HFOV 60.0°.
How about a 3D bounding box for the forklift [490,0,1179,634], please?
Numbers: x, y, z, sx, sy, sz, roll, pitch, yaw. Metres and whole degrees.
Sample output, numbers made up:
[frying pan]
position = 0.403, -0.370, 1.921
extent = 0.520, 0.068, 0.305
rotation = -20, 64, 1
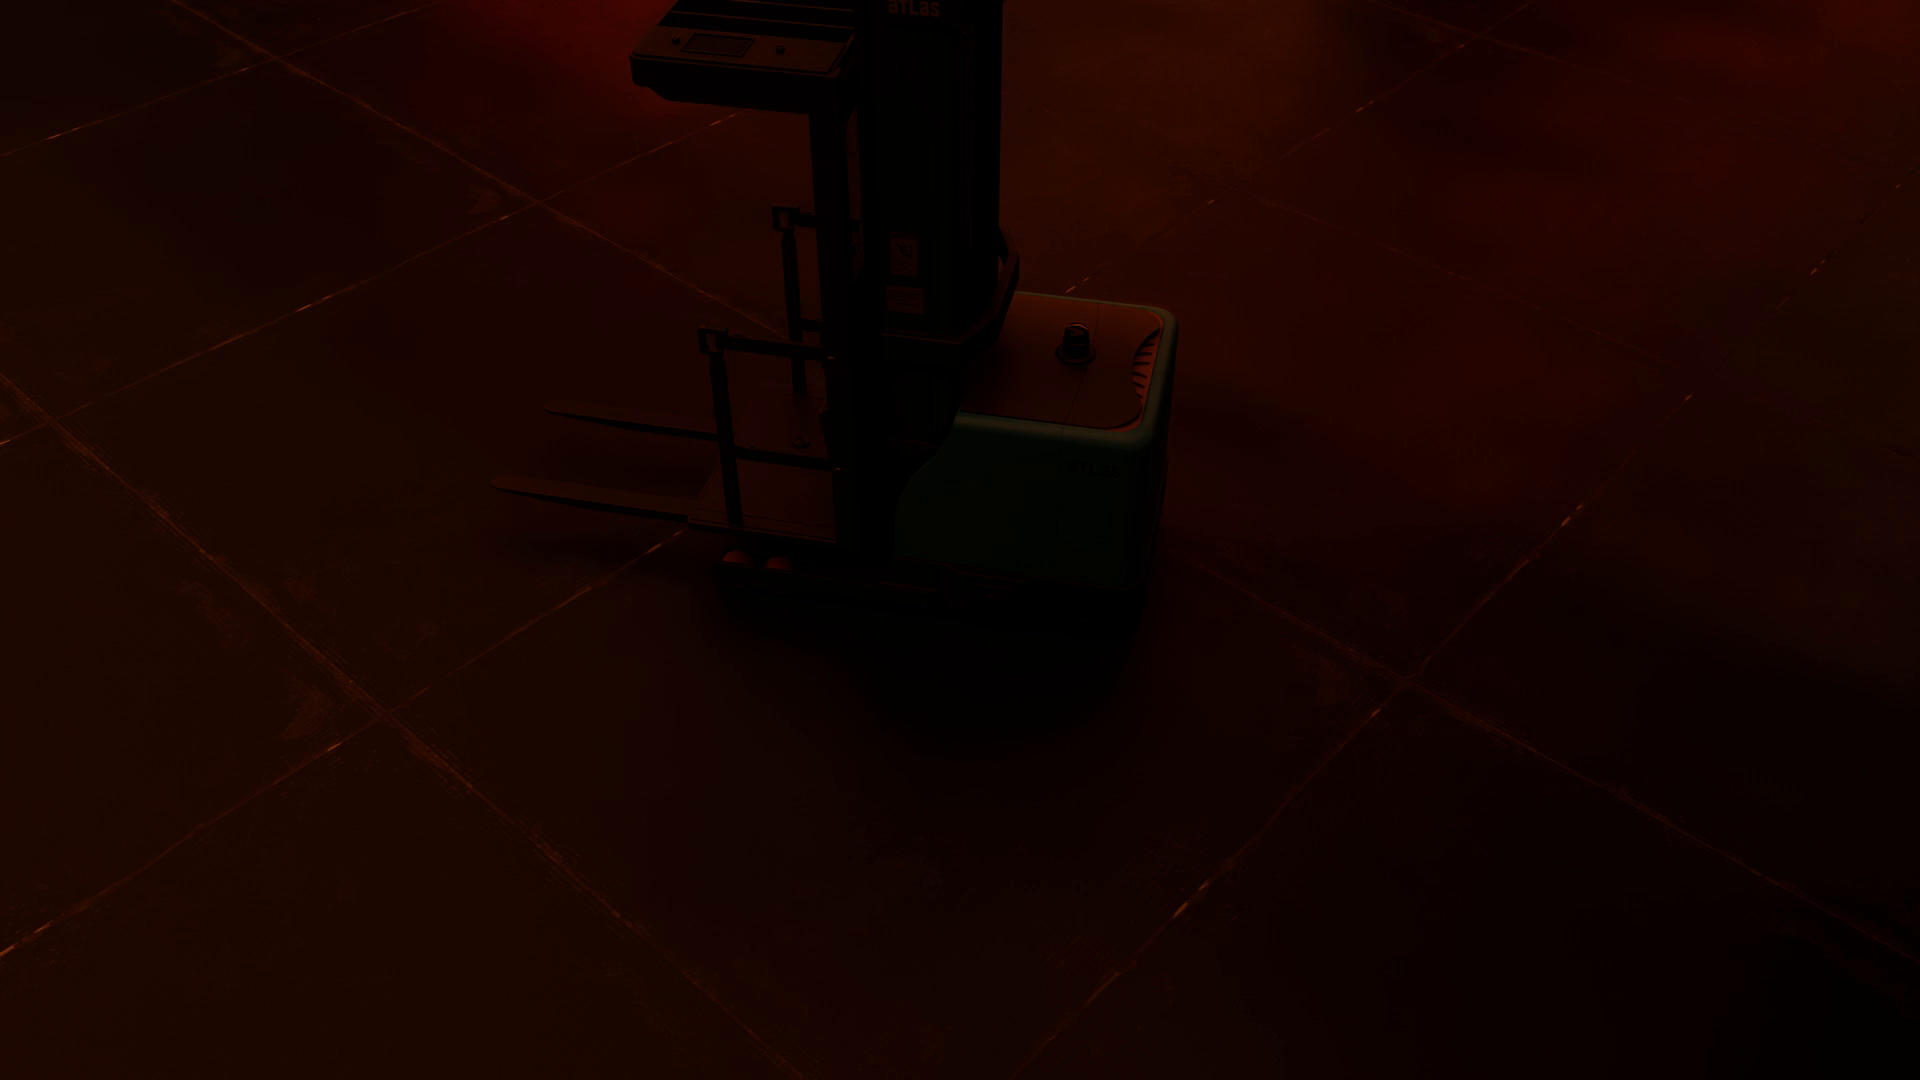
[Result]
[forklift]
position = -0.612, -1.199, 6.826
extent = 3.031, 2.935, 1.130
rotation = 8, 41, 9
